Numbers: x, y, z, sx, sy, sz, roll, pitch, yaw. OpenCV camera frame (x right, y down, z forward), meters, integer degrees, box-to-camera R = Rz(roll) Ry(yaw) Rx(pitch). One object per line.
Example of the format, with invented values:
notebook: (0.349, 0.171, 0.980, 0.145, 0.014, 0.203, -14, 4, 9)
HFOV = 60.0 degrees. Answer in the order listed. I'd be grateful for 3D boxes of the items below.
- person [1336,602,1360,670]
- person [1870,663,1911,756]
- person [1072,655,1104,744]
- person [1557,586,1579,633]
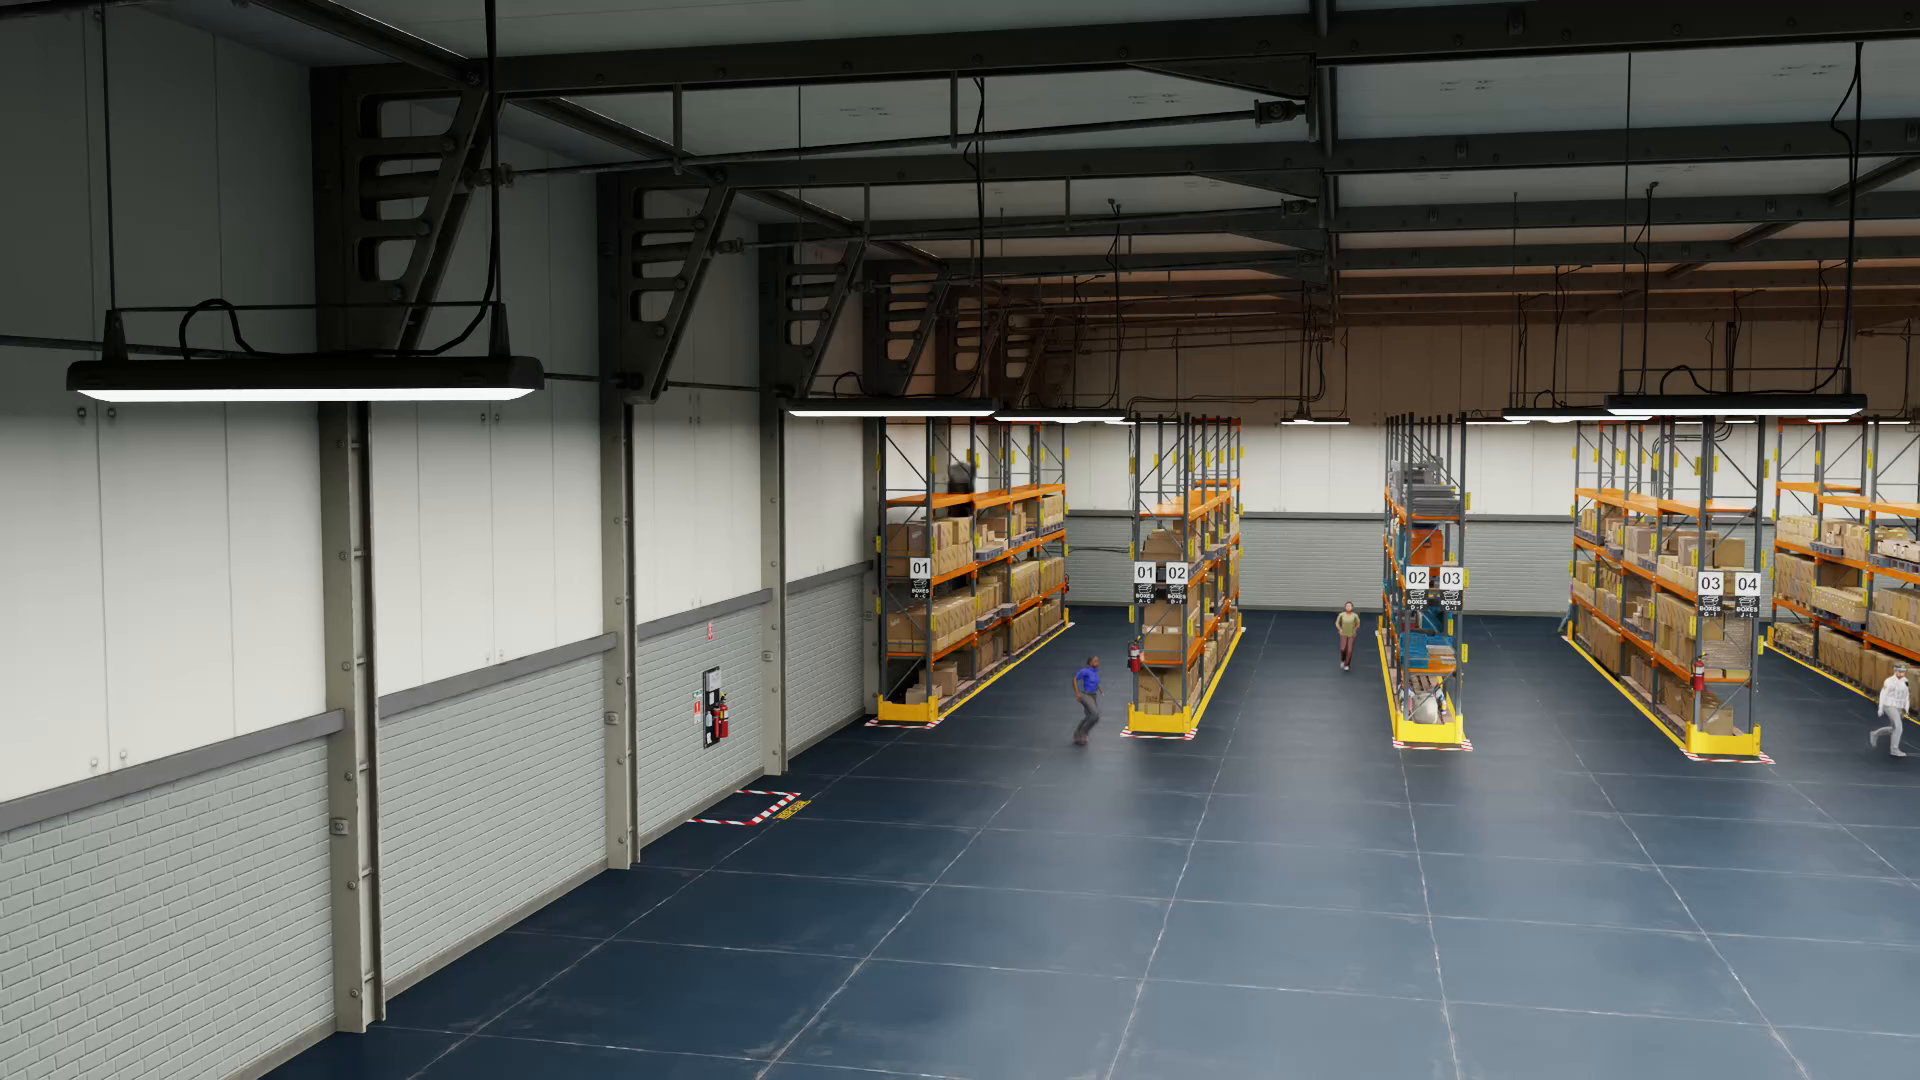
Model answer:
person: (9.109, 2.256, 39.032, 0.551, 1.623, 0.530, 1, 4, 10)
person: (16.307, 2.930, 29.097, 0.481, 1.590, 0.758, -2, 4, -27)
person: (2.306, 2.875, 30.044, 0.622, 1.625, 0.608, 3, 5, 35)
person: (17.003, 1.764, 45.954, 0.879, 1.714, 0.706, 4, 5, 44)
